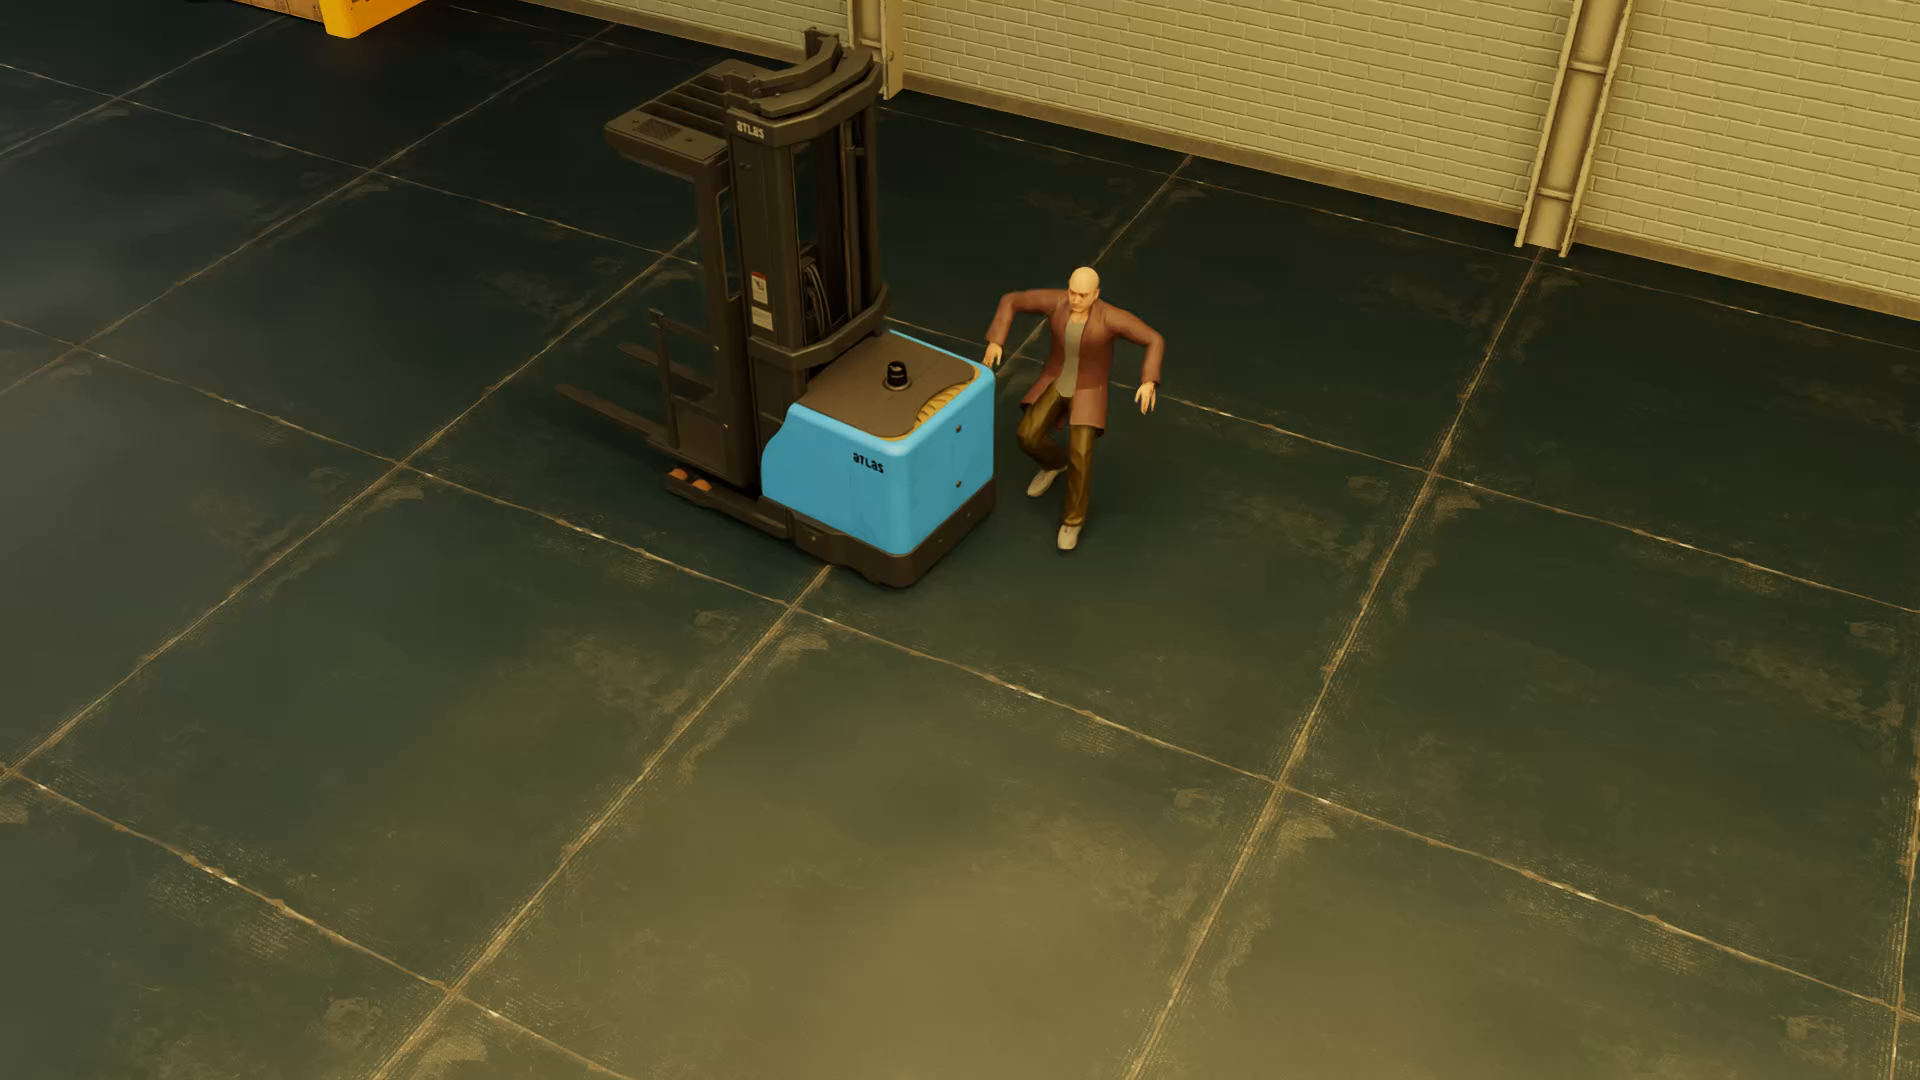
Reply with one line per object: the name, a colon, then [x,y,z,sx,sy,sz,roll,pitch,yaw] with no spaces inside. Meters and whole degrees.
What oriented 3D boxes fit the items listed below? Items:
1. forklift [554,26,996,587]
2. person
forklift: [-1.282,-1.592,9.877,3.031,2.935,1.130,24,46,26]
person: [0.631,-0.744,10.039,1.125,1.429,0.854,18,43,20]
